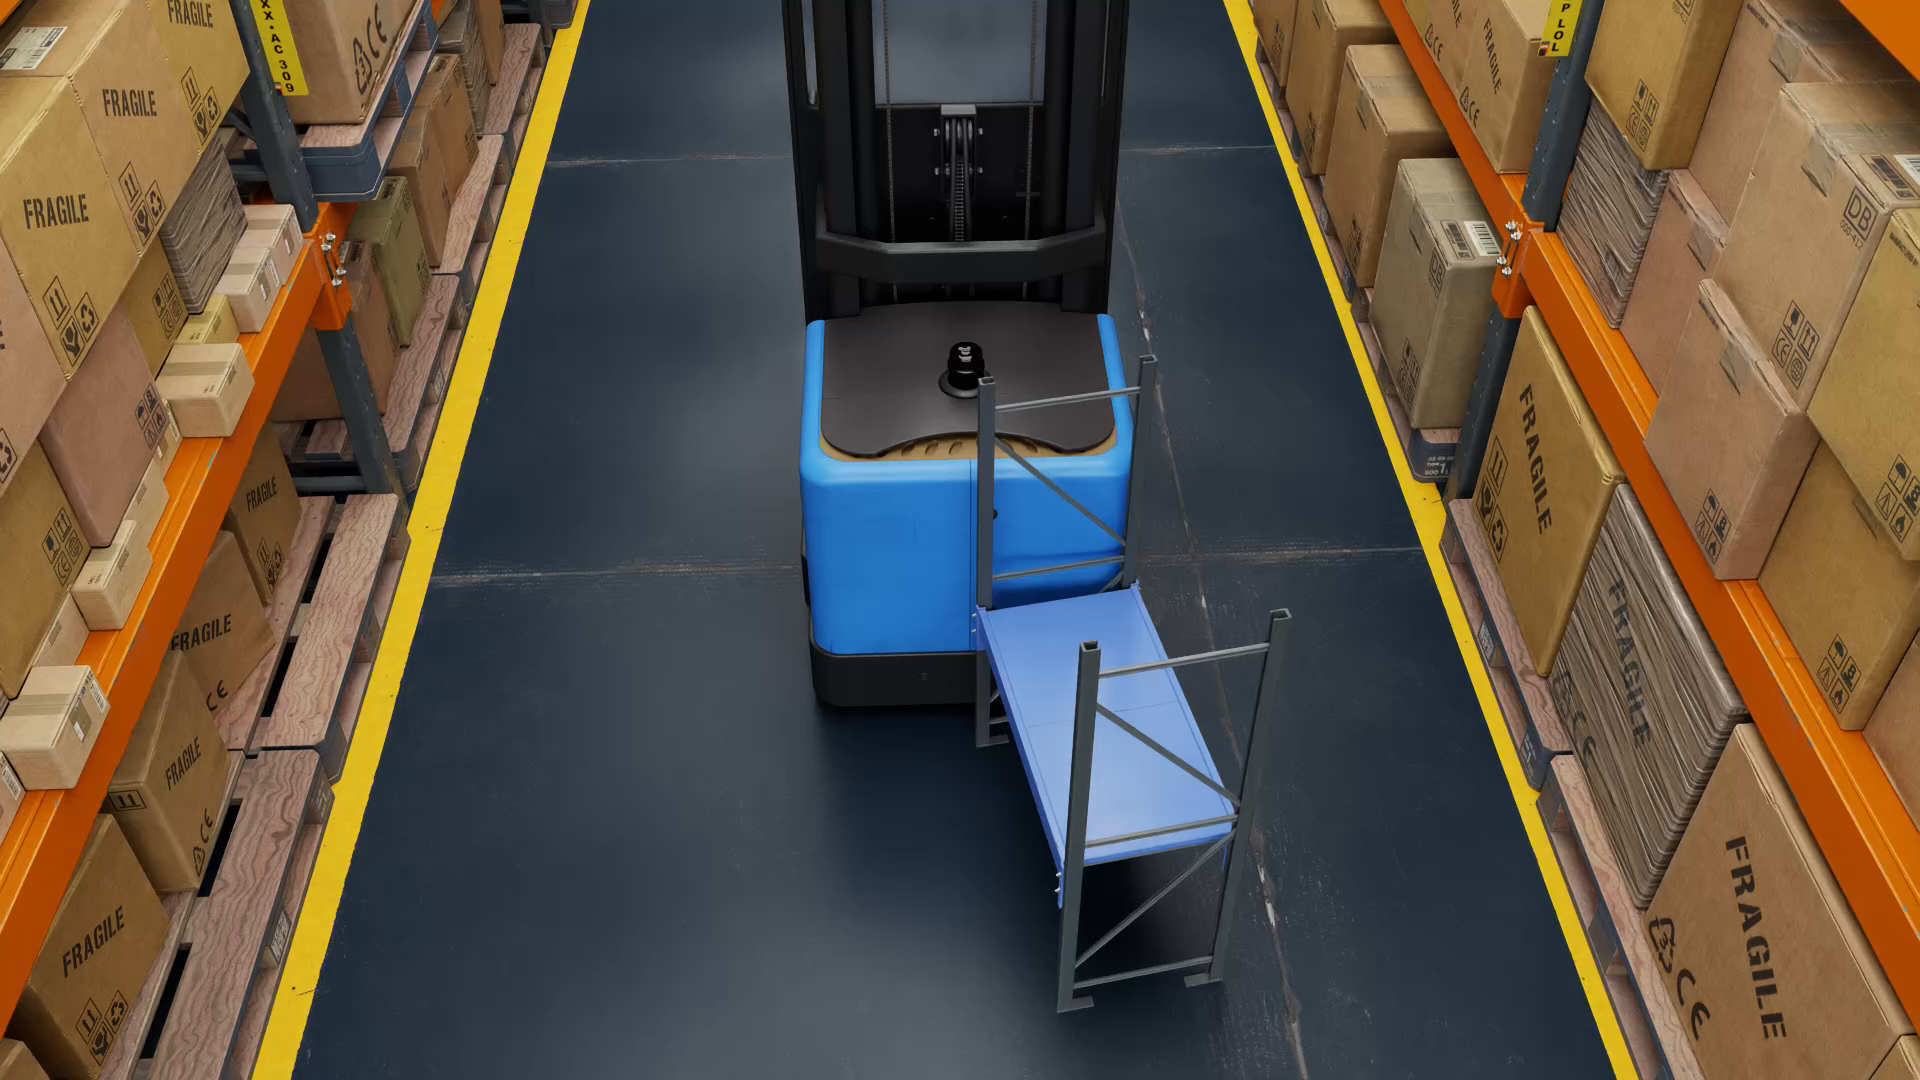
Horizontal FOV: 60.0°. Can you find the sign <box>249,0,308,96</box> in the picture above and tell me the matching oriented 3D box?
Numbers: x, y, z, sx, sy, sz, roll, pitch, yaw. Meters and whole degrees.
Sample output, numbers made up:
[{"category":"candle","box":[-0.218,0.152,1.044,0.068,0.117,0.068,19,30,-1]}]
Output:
[{"category":"sign","box":[-2.059,-1.492,5.018,0.100,0.325,0.005,-2,43,-2]}]

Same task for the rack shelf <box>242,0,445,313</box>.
[{"category":"rack shelf","box":[-2.686,-2.238,7.004,1.077,0.370,4.000,-2,43,-2]}]

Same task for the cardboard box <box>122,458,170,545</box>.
[{"category":"cardboard box","box":[-2.294,-0.078,4.301,0.380,0.149,0.250,-2,43,-2]}]

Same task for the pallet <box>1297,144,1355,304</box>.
[{"category":"pallet","box":[2.196,-1.543,7.777,1.003,0.211,1.213,-2,43,-2]}]

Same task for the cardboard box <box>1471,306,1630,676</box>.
[{"category":"cardboard box","box":[2.316,-0.172,5.479,0.875,0.875,0.875,-1,43,-1]}]

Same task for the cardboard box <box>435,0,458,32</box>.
[{"category":"cardboard box","box":[-2.680,-2.561,7.793,0.500,0.250,0.500,3,43,3]}]

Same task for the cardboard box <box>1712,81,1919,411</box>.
[{"category":"cardboard box","box":[2.365,-0.694,3.877,0.875,0.550,0.550,-2,43,-2]}]

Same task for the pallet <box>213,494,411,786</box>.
[{"category":"pallet","box":[-2.537,0.328,5.736,1.003,0.211,1.213,-2,43,-2]}]

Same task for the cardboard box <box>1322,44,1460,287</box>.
[{"category":"cardboard box","box":[2.206,-1.620,7.152,1.050,0.750,0.750,-2,43,-2]}]

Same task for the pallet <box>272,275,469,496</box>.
[{"category":"pallet","box":[-2.635,-0.650,6.803,1.003,0.211,1.213,-2,43,-2]}]

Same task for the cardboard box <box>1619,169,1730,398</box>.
[{"category":"cardboard box","box":[2.433,-0.663,4.642,0.875,0.550,0.550,-2,43,-2]}]

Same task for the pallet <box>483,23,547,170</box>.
[{"category":"pallet","box":[-2.739,-2.297,8.600,1.003,0.211,1.213,-2,43,-2]}]

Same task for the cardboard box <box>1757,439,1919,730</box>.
[{"category":"cardboard box","box":[2.461,0.060,3.853,0.875,0.550,0.500,-2,43,-2]}]

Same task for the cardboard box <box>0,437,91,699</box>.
[{"category":"cardboard box","box":[-2.556,0.018,3.716,0.875,0.500,0.500,-2,43,-2]}]

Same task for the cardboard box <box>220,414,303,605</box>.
[{"category":"cardboard box","box":[-2.624,-0.115,5.694,0.500,0.500,0.500,-3,43,-3]}]

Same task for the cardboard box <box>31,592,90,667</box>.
[{"category":"cardboard box","box":[-2.315,0.261,3.932,0.380,0.149,0.250,-2,43,-2]}]

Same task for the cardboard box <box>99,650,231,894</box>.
[{"category":"cardboard box","box":[-2.487,0.689,4.818,0.500,0.500,0.500,-5,43,-6]}]

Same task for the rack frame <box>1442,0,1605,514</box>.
[{"category":"rack frame","box":[2.359,-1.227,5.368,1.000,3.000,0.127,-2,43,-2]}]

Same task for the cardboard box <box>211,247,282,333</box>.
[{"category":"cardboard box","box":[-2.297,-0.754,5.039,0.380,0.149,0.250,-2,43,-2]}]

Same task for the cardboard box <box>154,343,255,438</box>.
[{"category":"cardboard box","box":[-2.224,-0.418,4.672,0.380,0.149,0.250,-2,43,-2]}]

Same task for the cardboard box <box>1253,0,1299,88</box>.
[{"category":"cardboard box","box":[2.125,-2.839,8.481,1.050,0.750,0.750,-2,43,-2]}]

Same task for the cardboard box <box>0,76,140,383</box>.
[{"category":"cardboard box","box":[-2.264,-0.697,3.756,0.500,0.500,0.500,-2,43,-2]}]

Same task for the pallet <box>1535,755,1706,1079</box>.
[{"category":"pallet","box":[2.368,1.143,4.847,1.003,0.211,1.213,-2,43,-2]}]

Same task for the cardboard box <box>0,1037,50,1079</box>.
[{"category":"cardboard box","box":[-2.500,1.490,3.944,0.500,0.500,0.500,9,43,9]}]

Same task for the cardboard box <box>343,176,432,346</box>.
[{"category":"cardboard box","box":[-2.607,-1.131,6.788,0.700,0.500,0.500,-2,43,-2]}]

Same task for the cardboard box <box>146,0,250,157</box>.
[{"category":"cardboard box","box":[-2.307,-1.372,4.493,0.500,0.500,0.500,-2,43,-2]}]

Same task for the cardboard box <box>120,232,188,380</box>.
[{"category":"cardboard box","box":[-2.657,-0.655,4.450,0.875,0.500,0.500,-2,43,-2]}]

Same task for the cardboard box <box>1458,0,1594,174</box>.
[{"category":"cardboard box","box":[2.070,-1.608,5.711,0.500,0.500,0.500,-2,43,-2]}]

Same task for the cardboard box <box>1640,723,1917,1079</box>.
[{"category":"cardboard box","box":[2.395,1.052,4.144,0.875,0.875,0.875,-2,43,-2]}]

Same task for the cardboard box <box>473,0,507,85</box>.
[{"category":"cardboard box","box":[-2.722,-2.642,8.437,0.700,0.500,0.500,-4,43,-4]}]

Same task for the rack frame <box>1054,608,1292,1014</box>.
[{"category":"rack frame","box":[0.519,0.758,4.313,0.500,1.500,0.032,-9,43,-9]}]

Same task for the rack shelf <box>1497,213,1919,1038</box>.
[{"category":"rack shelf","box":[2.444,0.389,4.138,1.077,0.370,4.000,-2,43,-2]}]

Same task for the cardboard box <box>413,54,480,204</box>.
[{"category":"cardboard box","box":[-2.655,-1.885,7.611,0.700,0.500,0.500,2,43,2]}]

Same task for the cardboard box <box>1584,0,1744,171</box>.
[{"category":"cardboard box","box":[2.340,-1.430,4.680,0.875,0.550,0.550,-2,43,-2]}]

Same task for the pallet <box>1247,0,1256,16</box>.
[{"category":"pallet","box":[2.157,-3.427,9.832,1.003,0.211,1.213,-2,43,-2]}]

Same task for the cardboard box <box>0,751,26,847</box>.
[{"category":"cardboard box","box":[-2.265,0.597,3.564,0.380,0.149,0.250,-2,43,-2]}]

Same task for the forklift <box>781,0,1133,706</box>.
[{"category":"forklift","box":[-0.024,-1.506,5.724,1.130,2.935,3.031,-1,43,-2]}]

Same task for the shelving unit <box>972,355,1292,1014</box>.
[{"category":"shelving unit","box":[0.407,0.423,4.679,0.538,1.500,1.048,-9,43,-9]}]

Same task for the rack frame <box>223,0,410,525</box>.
[{"category":"rack frame","box":[-2.601,-1.153,5.288,1.000,3.000,0.127,-2,43,-2]}]

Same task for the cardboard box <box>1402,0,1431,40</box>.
[{"category":"cardboard box","box":[2.027,-2.290,6.455,0.500,0.500,0.500,-1,43,-1]}]
